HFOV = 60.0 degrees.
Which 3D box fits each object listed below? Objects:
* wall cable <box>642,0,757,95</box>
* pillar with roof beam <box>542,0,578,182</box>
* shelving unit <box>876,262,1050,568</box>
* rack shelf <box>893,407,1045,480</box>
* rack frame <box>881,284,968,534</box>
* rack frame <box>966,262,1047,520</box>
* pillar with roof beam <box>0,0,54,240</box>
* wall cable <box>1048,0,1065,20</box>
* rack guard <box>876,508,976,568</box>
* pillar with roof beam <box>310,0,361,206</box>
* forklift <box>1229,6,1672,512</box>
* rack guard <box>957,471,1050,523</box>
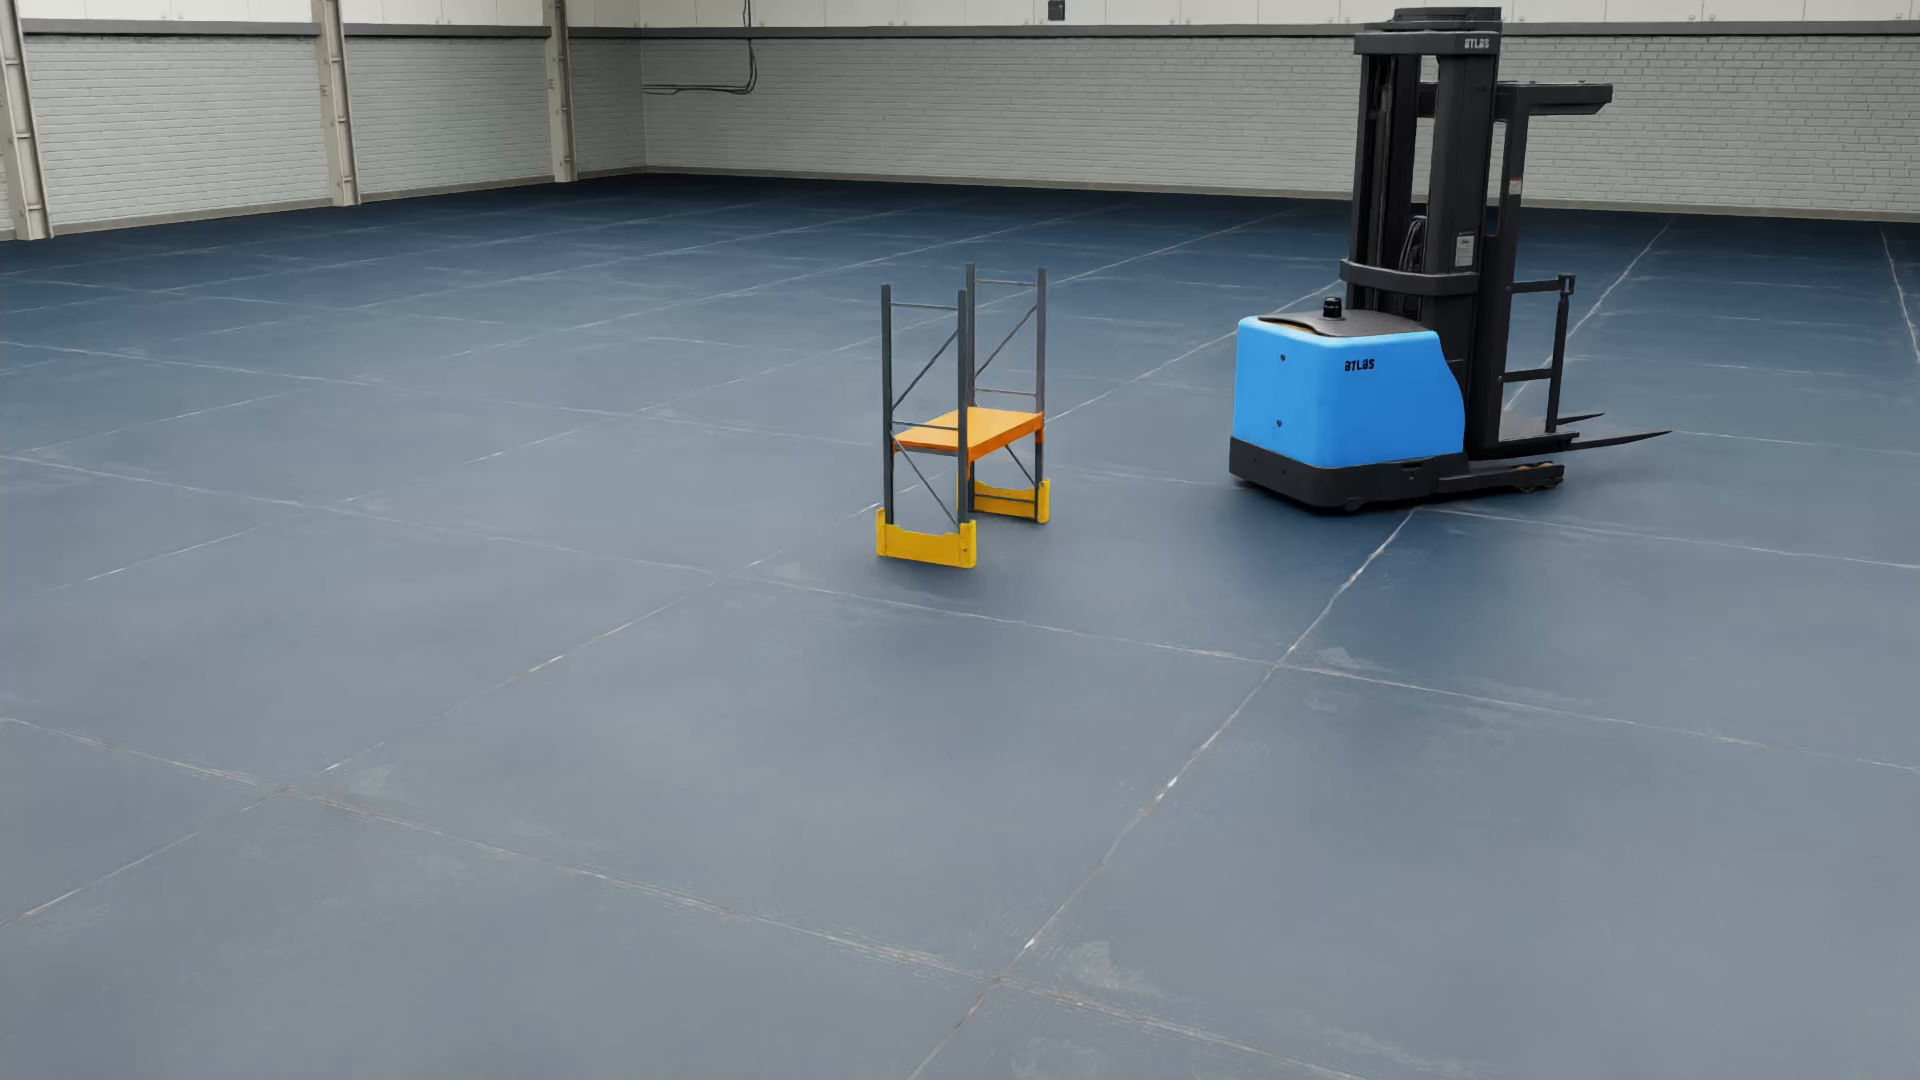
[{"bbox_3d":[-5.736,-10.897,35.861,3.097,2.526,0.112,8,18,25],"label":"wall cable"},{"bbox_3d":[-4.384,-11.255,31.615,9.100,9.000,0.400,8,18,25],"label":"pillar with roof beam"},{"bbox_3d":[0.034,-0.738,9.376,0.587,1.500,1.083,8,18,25],"label":"shelving unit"},{"bbox_3d":[0.038,-0.568,9.435,0.538,0.185,1.000,8,18,25],"label":"rack shelf"},{"bbox_3d":[-0.189,-0.611,8.948,0.500,1.500,0.032,8,18,25],"label":"rack frame"},{"bbox_3d":[0.265,-0.870,9.820,0.500,1.500,0.032,8,18,25],"label":"rack frame"},{"bbox_3d":[-9.746,-8.199,21.324,9.100,9.000,0.400,8,18,25],"label":"pillar with roof beam"},{"bbox_3d":[2.750,-12.804,30.854,2.305,6.003,0.169,8,18,25],"label":"wall cable"},{"bbox_3d":[-0.188,-0.012,9.127,0.587,0.250,0.087,8,18,25],"label":"rack guard"},{"bbox_3d":[-7.065,-9.727,26.469,9.100,9.000,0.400,8,18,25],"label":"pillar with roof beam"},{"bbox_3d":[3.299,-1.836,10.559,3.031,2.935,1.130,-7,18,-24],"label":"forklift"},{"bbox_3d":[0.257,-0.266,9.981,0.587,0.250,0.087,8,18,25],"label":"rack guard"}]
